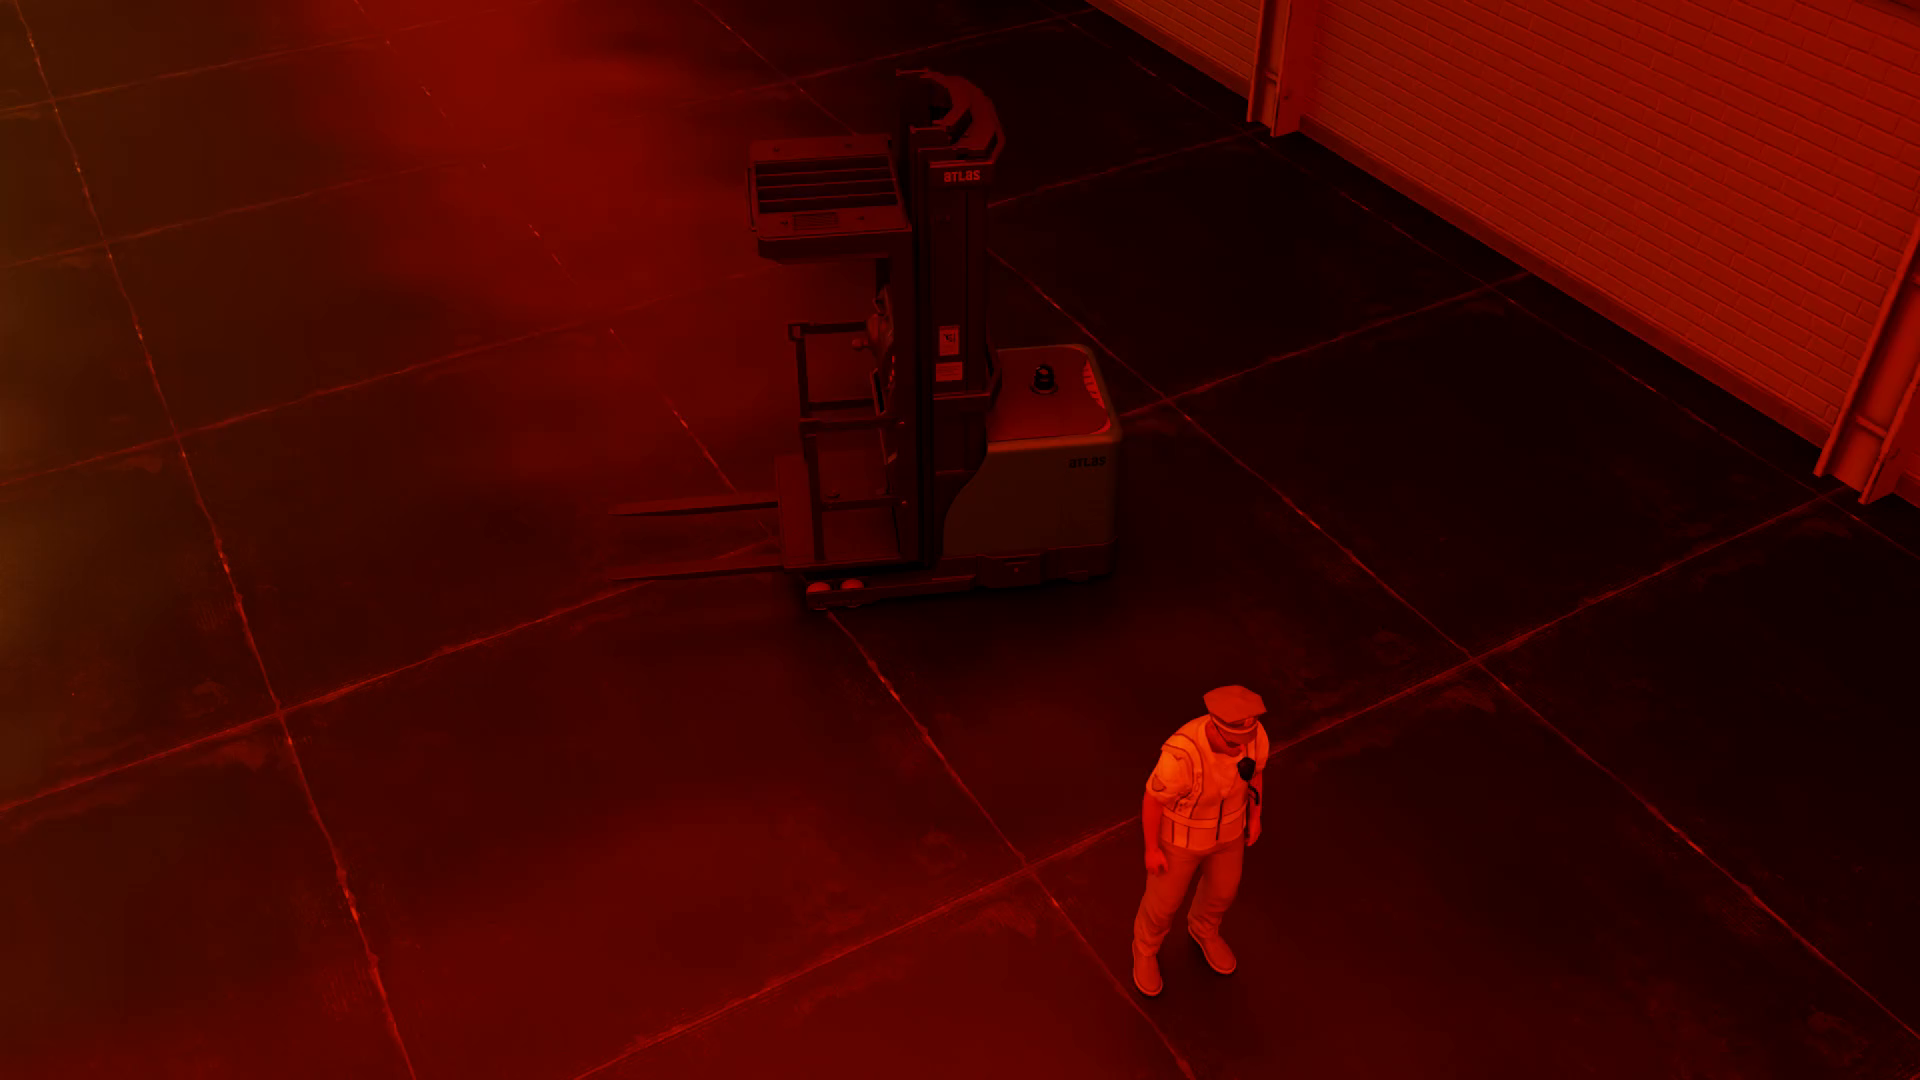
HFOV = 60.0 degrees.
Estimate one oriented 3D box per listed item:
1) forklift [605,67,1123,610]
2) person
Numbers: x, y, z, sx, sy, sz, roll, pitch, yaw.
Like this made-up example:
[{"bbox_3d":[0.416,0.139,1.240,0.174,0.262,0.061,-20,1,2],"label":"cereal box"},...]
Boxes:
[{"bbox_3d":[-0.617,-1.074,9.331,3.031,2.935,1.130,-5,40,-6],"label":"forklift"},{"bbox_3d":[1.067,1.285,7.412,0.606,1.747,0.442,-14,42,-16],"label":"person"}]
